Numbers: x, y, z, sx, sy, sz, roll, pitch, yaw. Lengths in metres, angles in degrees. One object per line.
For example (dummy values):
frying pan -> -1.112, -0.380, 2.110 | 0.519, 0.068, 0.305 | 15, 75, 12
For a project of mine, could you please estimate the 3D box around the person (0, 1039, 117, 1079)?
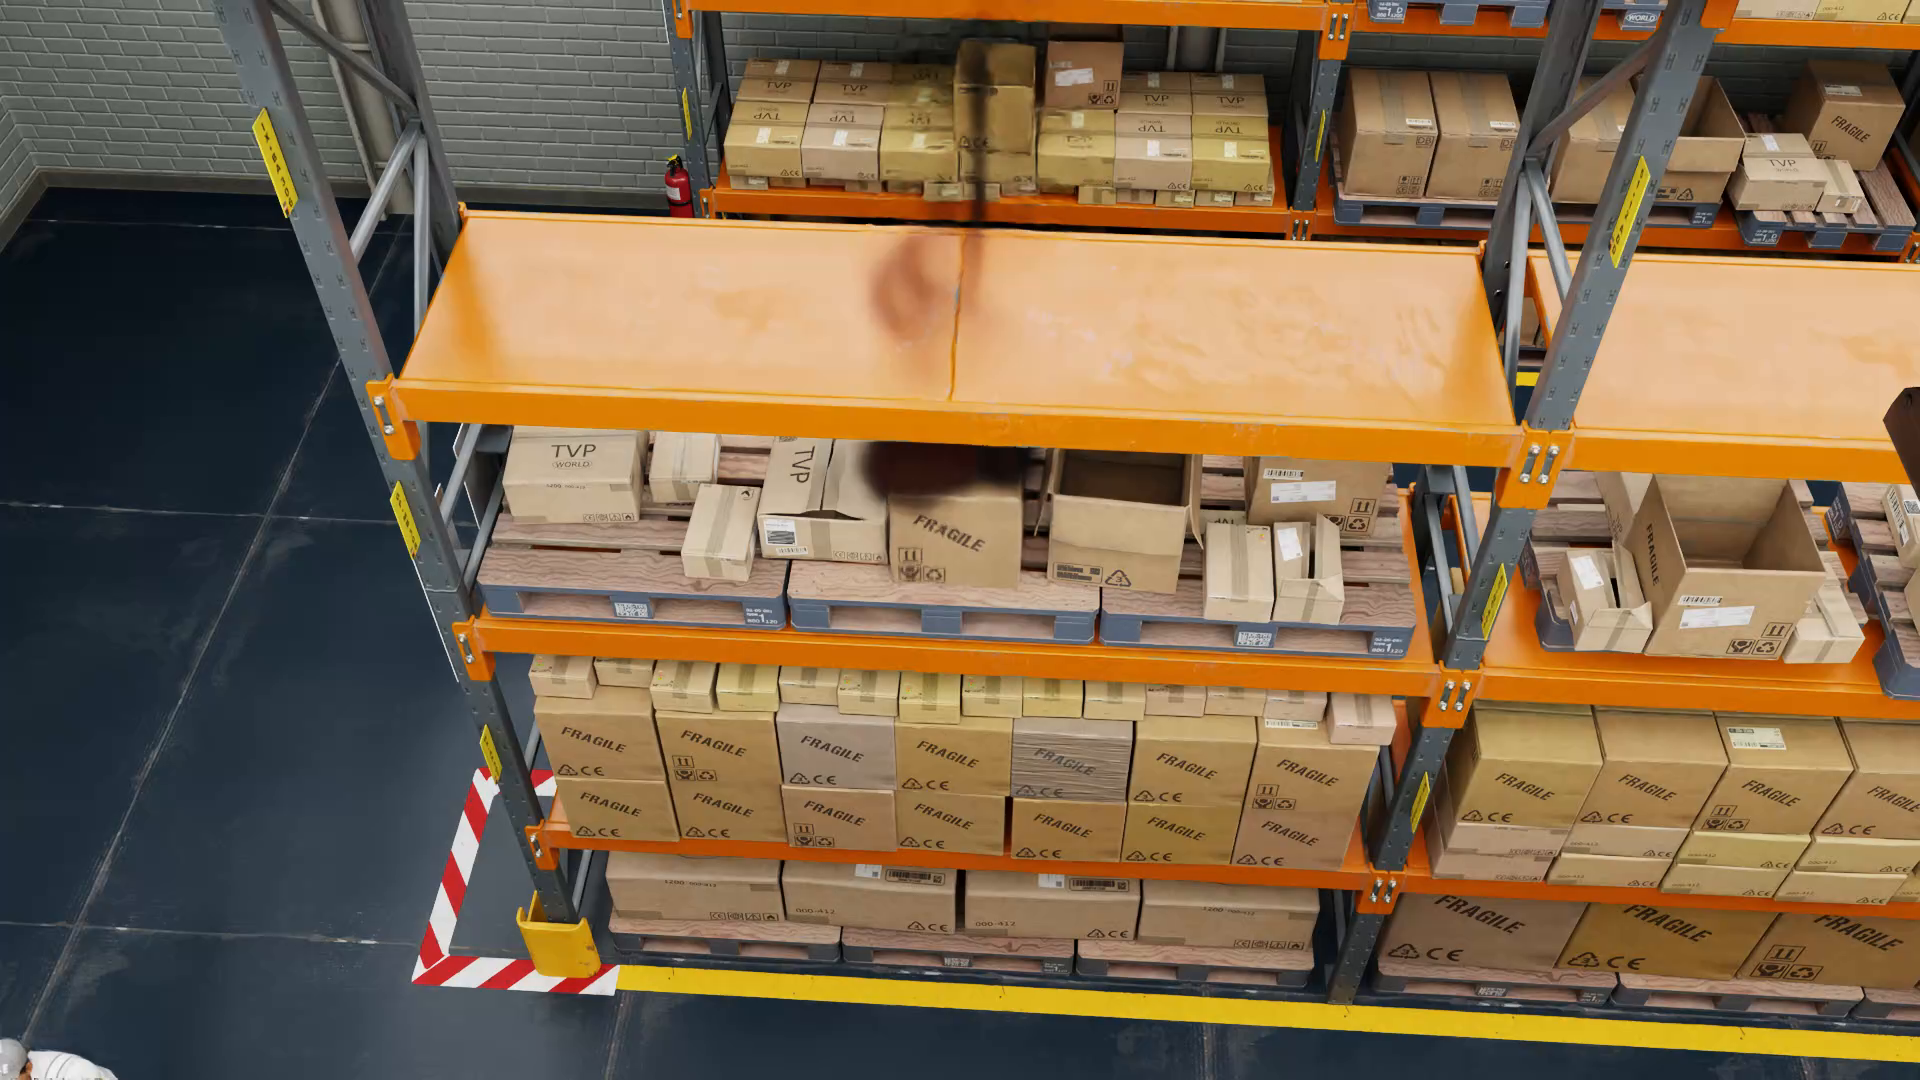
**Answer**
person -> -3.918, 2.556, 7.315 | 0.631, 1.650, 0.776 | -7, 48, -6
